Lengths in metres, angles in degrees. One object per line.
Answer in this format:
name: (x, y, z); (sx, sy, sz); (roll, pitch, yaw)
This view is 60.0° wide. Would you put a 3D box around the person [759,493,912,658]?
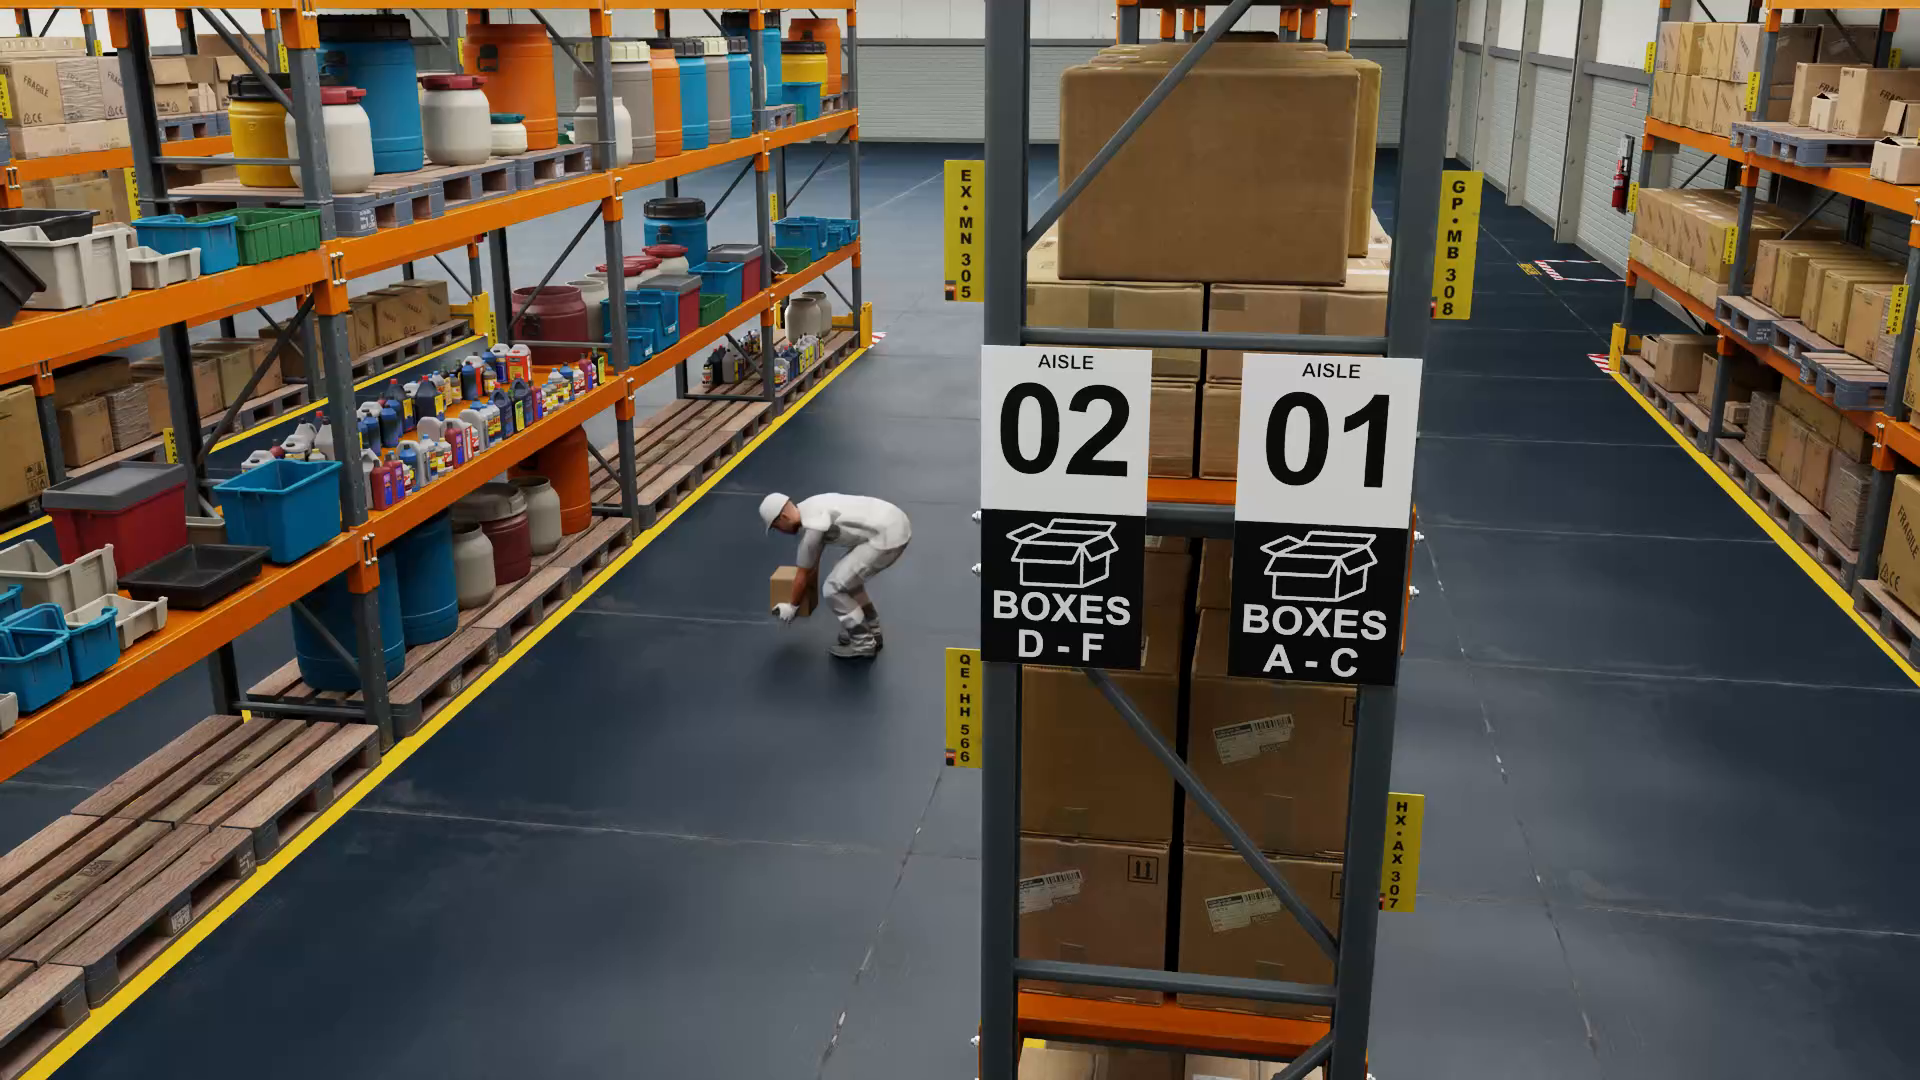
person: (-0.785, 0.211, 10.581); (0.958, 1.039, 0.517); (2, 18, 6)
